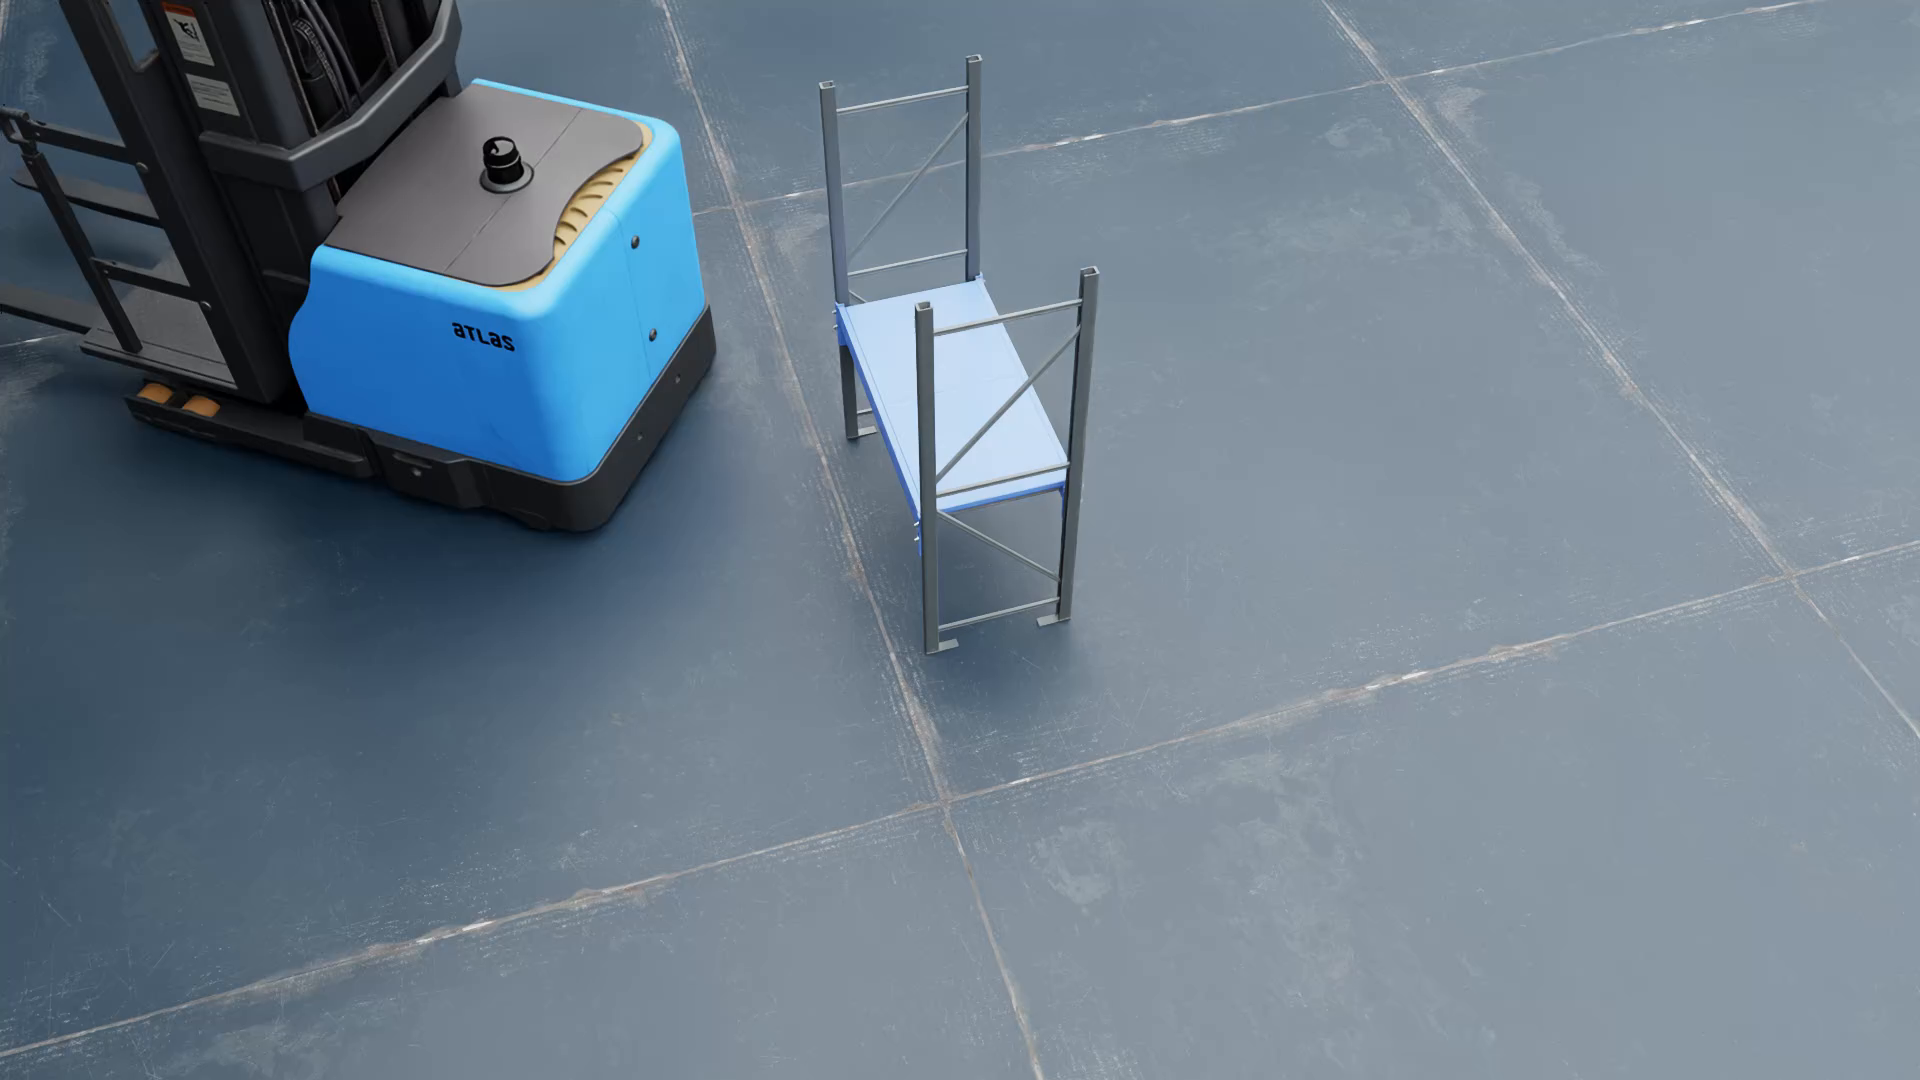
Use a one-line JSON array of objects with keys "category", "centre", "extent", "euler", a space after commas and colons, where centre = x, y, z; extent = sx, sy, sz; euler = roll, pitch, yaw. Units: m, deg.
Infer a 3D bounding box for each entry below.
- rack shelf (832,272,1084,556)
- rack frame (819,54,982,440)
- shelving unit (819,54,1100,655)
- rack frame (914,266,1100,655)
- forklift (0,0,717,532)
[{"category": "rack shelf", "centre": [-0.025, -0.430, 5.367], "extent": [0.538, 0.185, 1.000], "euler": [-13, 51, -11]}, {"category": "rack frame", "centre": [-0.176, -0.917, 5.542], "extent": [0.500, 1.500, 0.032], "euler": [-13, 51, -11]}, {"category": "shelving unit", "centre": [-0.025, -0.546, 5.229], "extent": [0.538, 1.500, 1.048], "euler": [-13, 51, -11]}, {"category": "rack frame", "centre": [0.125, -0.174, 4.916], "extent": [0.500, 1.500, 0.032], "euler": [-13, 51, -11]}, {"category": "forklift", "centre": [-2.489, -1.671, 5.242], "extent": [3.031, 2.935, 1.130], "euler": [15, 52, 13]}]
